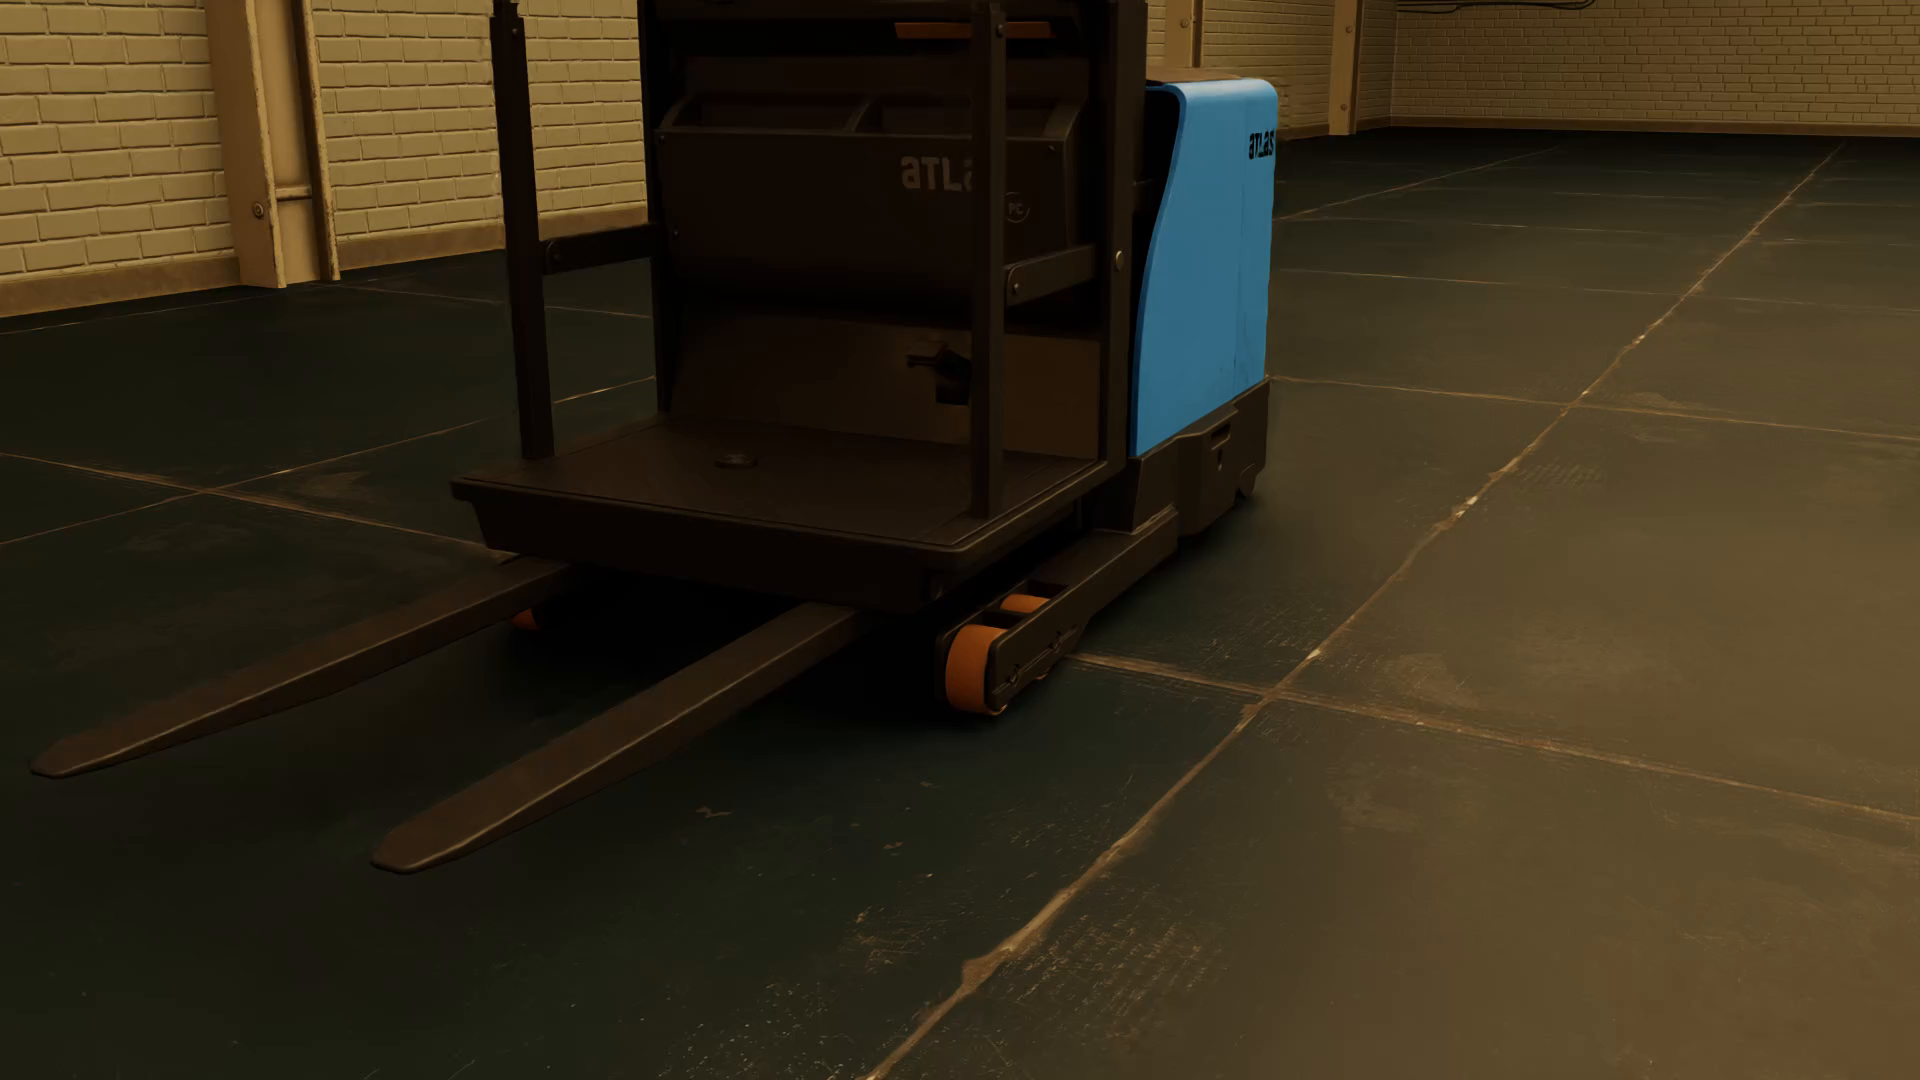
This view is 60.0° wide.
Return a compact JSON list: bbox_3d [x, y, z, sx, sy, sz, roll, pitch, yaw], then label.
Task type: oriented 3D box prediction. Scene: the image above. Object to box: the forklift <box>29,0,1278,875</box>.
[{"bbox_3d":[-0.283,-1.231,3.032,1.130,2.935,3.031,8,18,25],"label":"forklift"}]
